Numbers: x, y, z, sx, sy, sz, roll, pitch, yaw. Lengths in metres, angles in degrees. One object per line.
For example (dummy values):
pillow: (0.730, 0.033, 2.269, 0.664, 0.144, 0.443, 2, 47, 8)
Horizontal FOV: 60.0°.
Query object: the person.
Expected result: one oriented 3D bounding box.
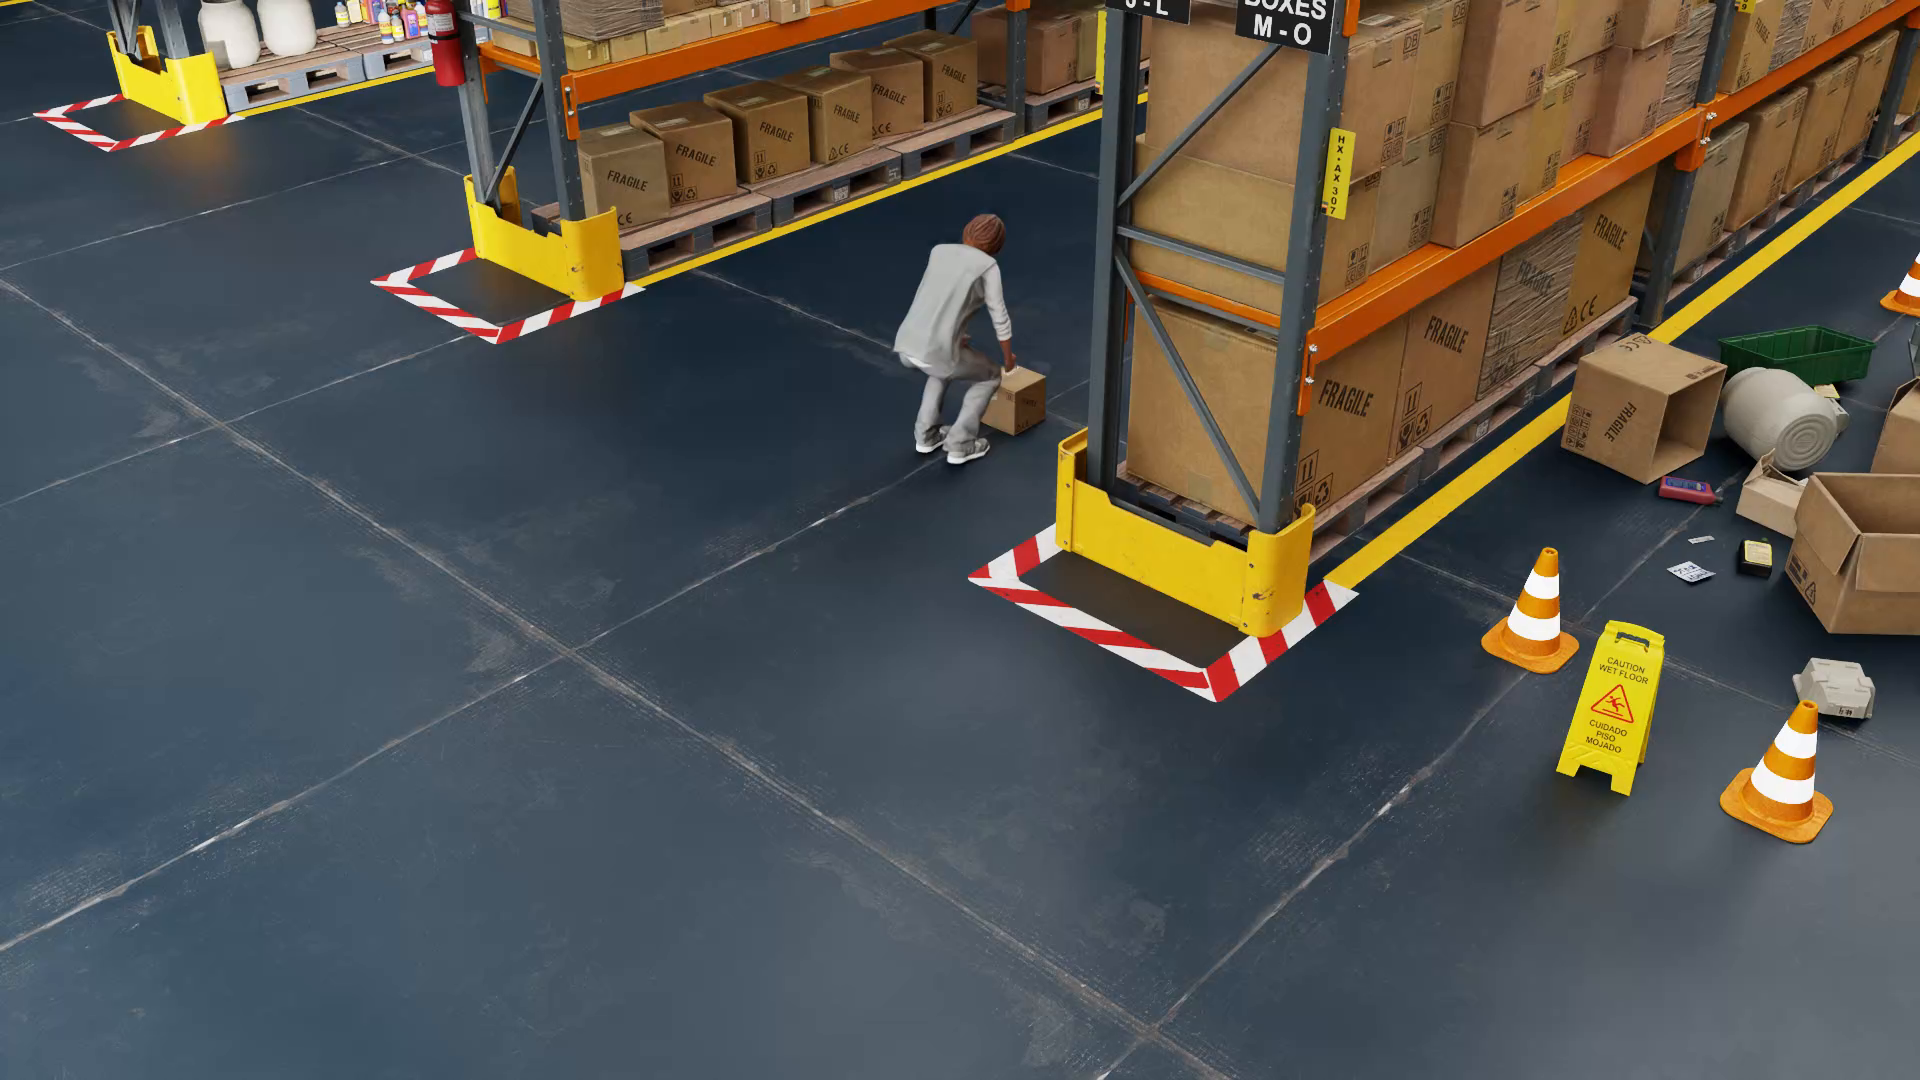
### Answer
person: (-0.035, -0.969, 8.133, 0.461, 1.158, 0.725, 26, 40, 35)
